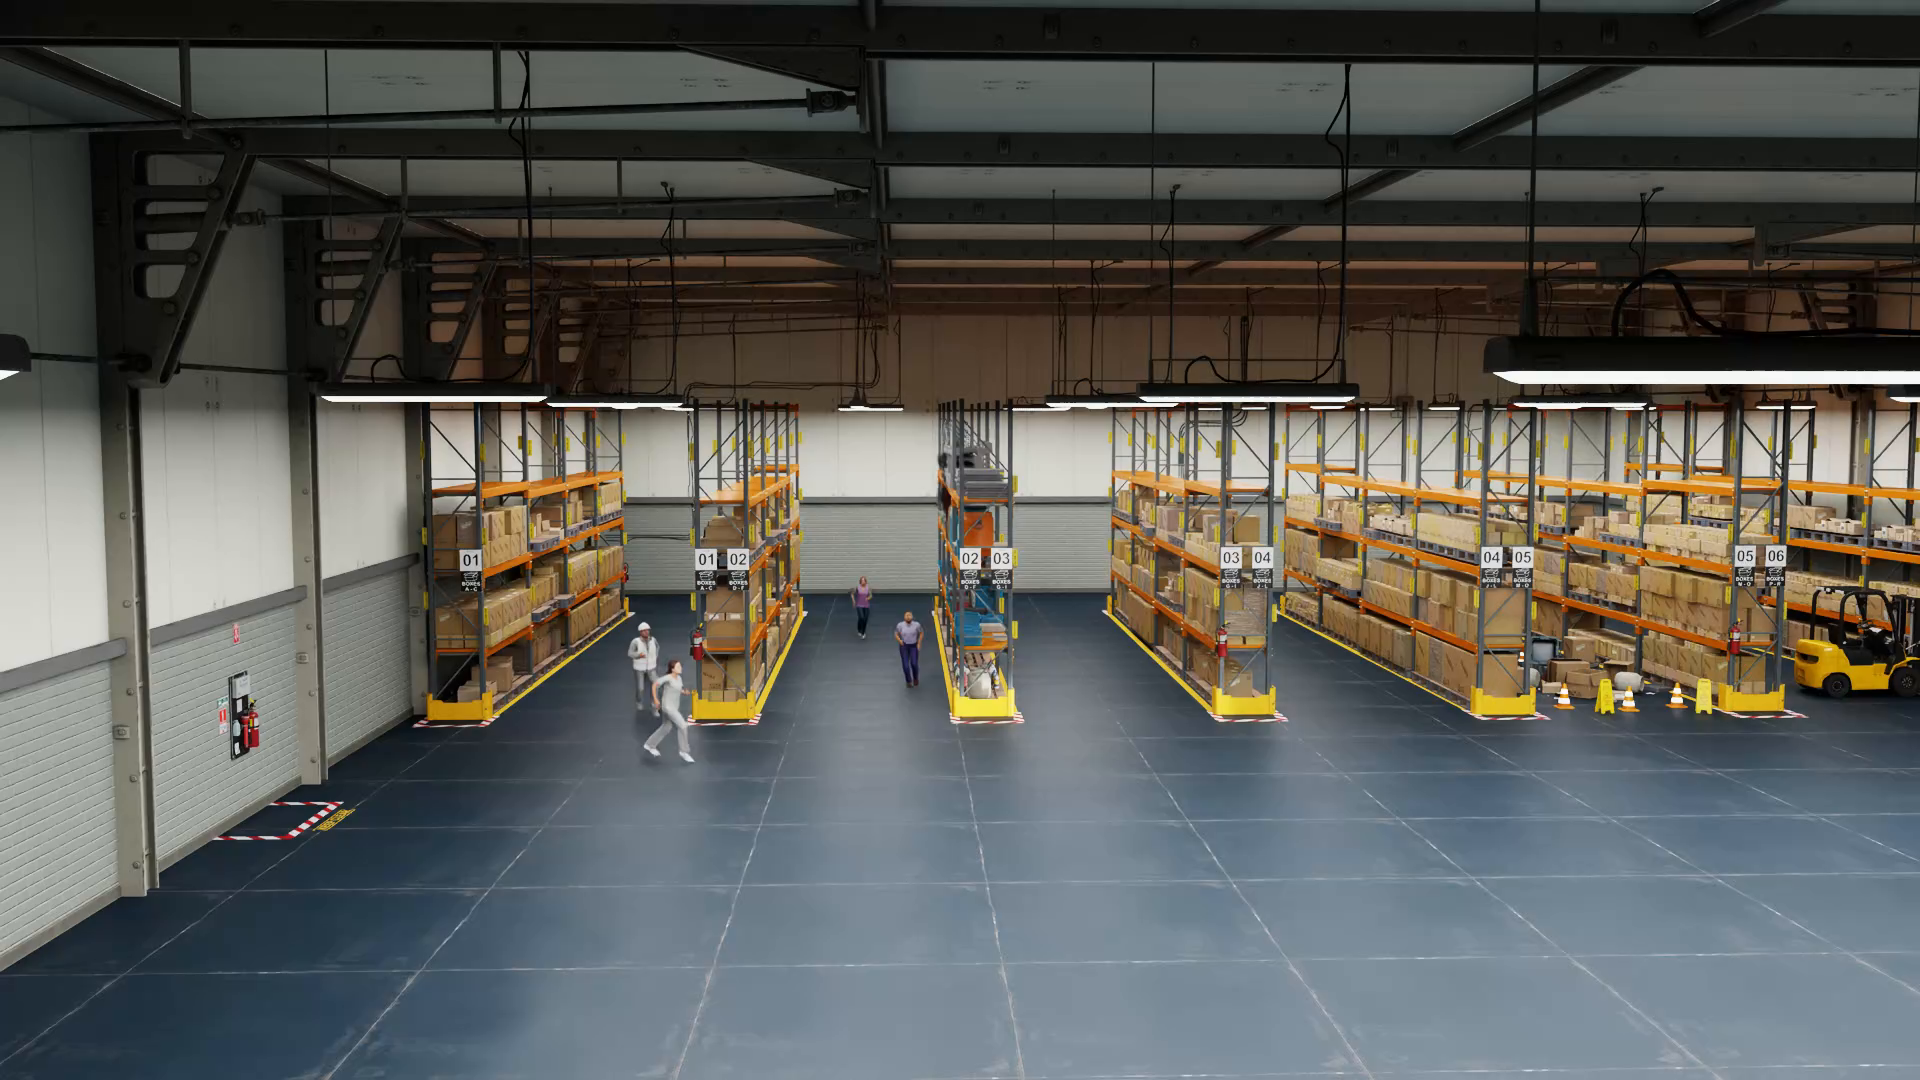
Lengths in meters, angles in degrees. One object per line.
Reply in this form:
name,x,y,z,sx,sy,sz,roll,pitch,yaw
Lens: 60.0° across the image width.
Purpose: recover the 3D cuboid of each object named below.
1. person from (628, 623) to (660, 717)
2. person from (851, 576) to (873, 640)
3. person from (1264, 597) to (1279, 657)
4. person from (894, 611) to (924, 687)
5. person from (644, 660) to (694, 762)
person,-5.997,2.455,31.602,0.671,1.803,0.817,-2,5,-25
person,-2.468,1.721,42.152,0.506,1.592,0.662,-1,5,-16
person,7.120,1.953,39.428,0.865,1.644,0.677,1,4,7
person,-1.074,2.278,34.730,0.603,1.609,0.562,0,4,2
person,-4.814,2.814,27.432,0.905,1.703,0.587,1,5,18
